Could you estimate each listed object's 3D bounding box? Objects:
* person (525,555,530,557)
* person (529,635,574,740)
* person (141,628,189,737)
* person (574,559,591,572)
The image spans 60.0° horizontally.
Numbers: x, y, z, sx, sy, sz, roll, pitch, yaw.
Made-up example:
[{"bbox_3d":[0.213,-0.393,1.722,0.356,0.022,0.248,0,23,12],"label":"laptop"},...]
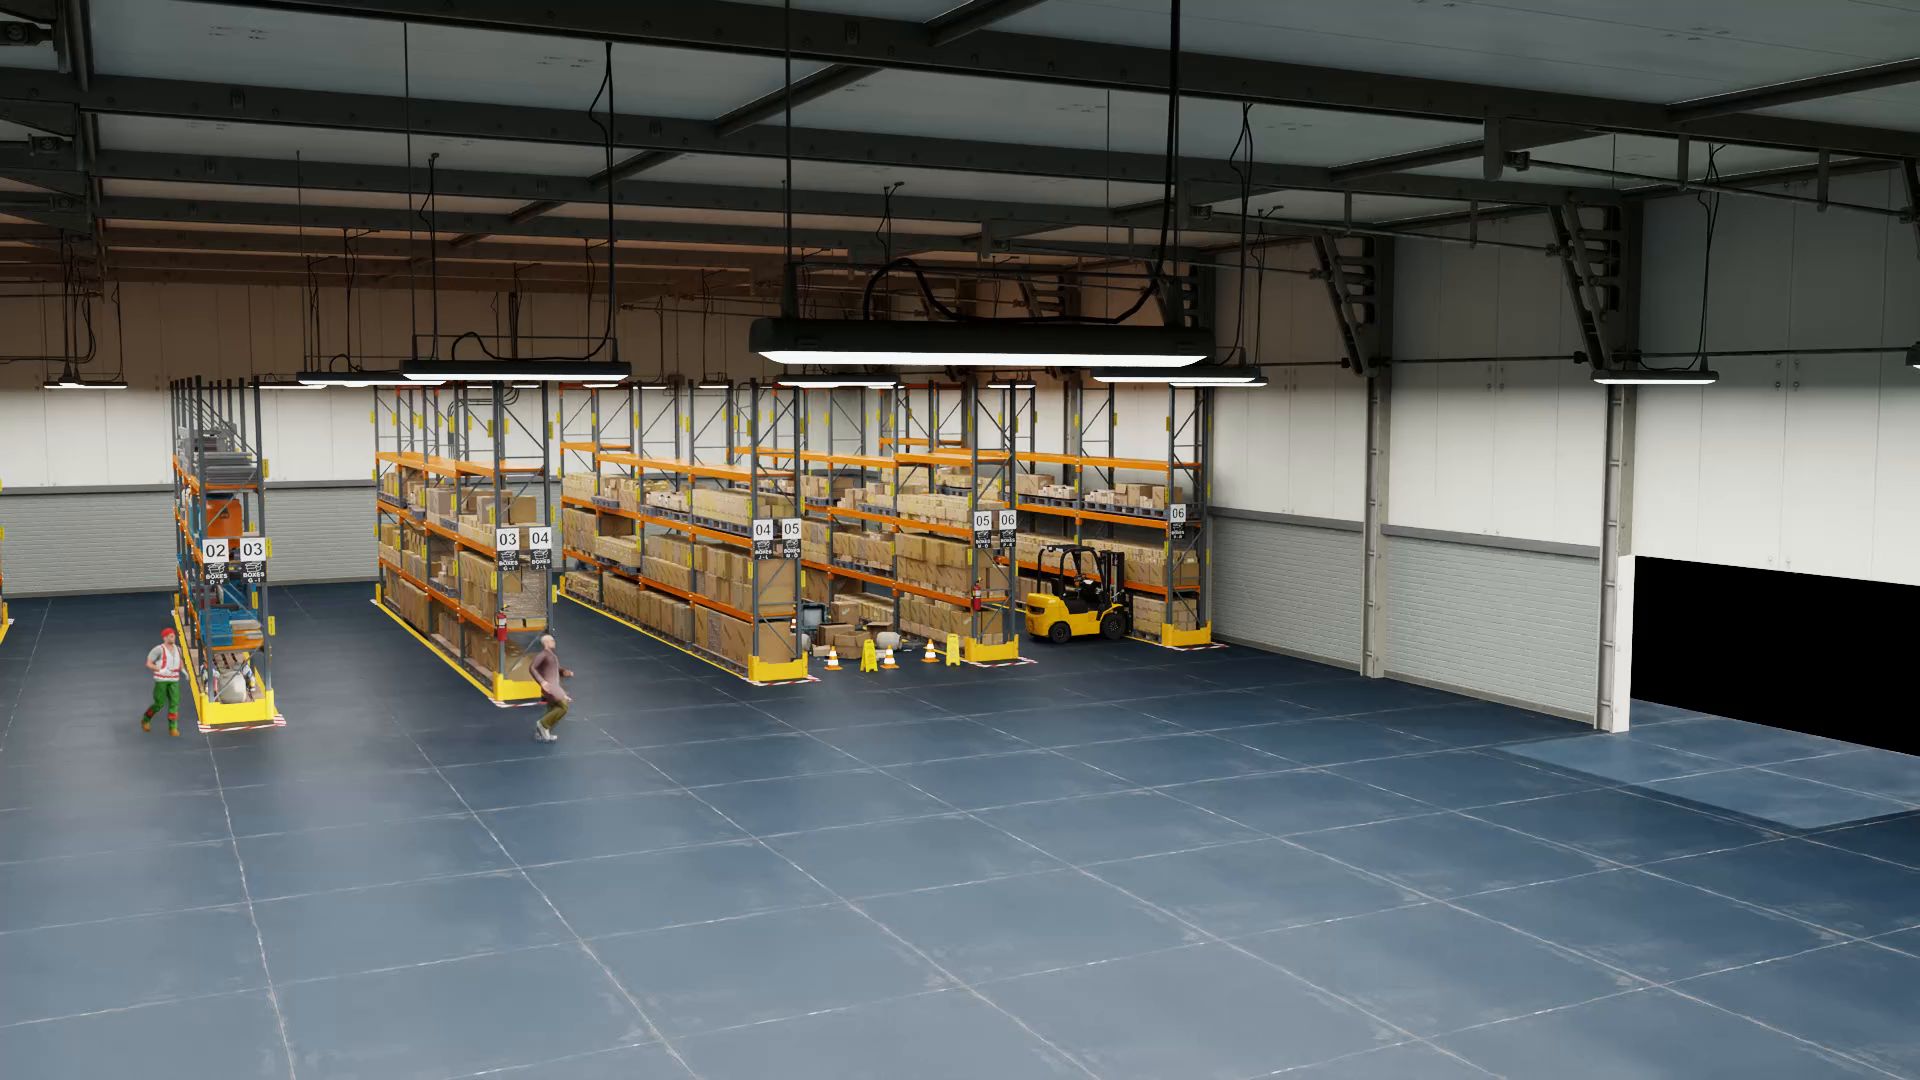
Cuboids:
[{"bbox_3d":[-12.191,0.838,46.173,0.660,1.573,0.508,0,5,-1],"label":"person"},{"bbox_3d":[-6.665,2.423,27.237,0.672,1.740,0.685,0,5,-1],"label":"person"},{"bbox_3d":[-13.222,2.357,27.807,0.916,1.760,0.726,3,6,31],"label":"person"},{"bbox_3d":[-11.162,0.515,48.888,0.902,1.711,0.765,2,5,17],"label":"person"}]
